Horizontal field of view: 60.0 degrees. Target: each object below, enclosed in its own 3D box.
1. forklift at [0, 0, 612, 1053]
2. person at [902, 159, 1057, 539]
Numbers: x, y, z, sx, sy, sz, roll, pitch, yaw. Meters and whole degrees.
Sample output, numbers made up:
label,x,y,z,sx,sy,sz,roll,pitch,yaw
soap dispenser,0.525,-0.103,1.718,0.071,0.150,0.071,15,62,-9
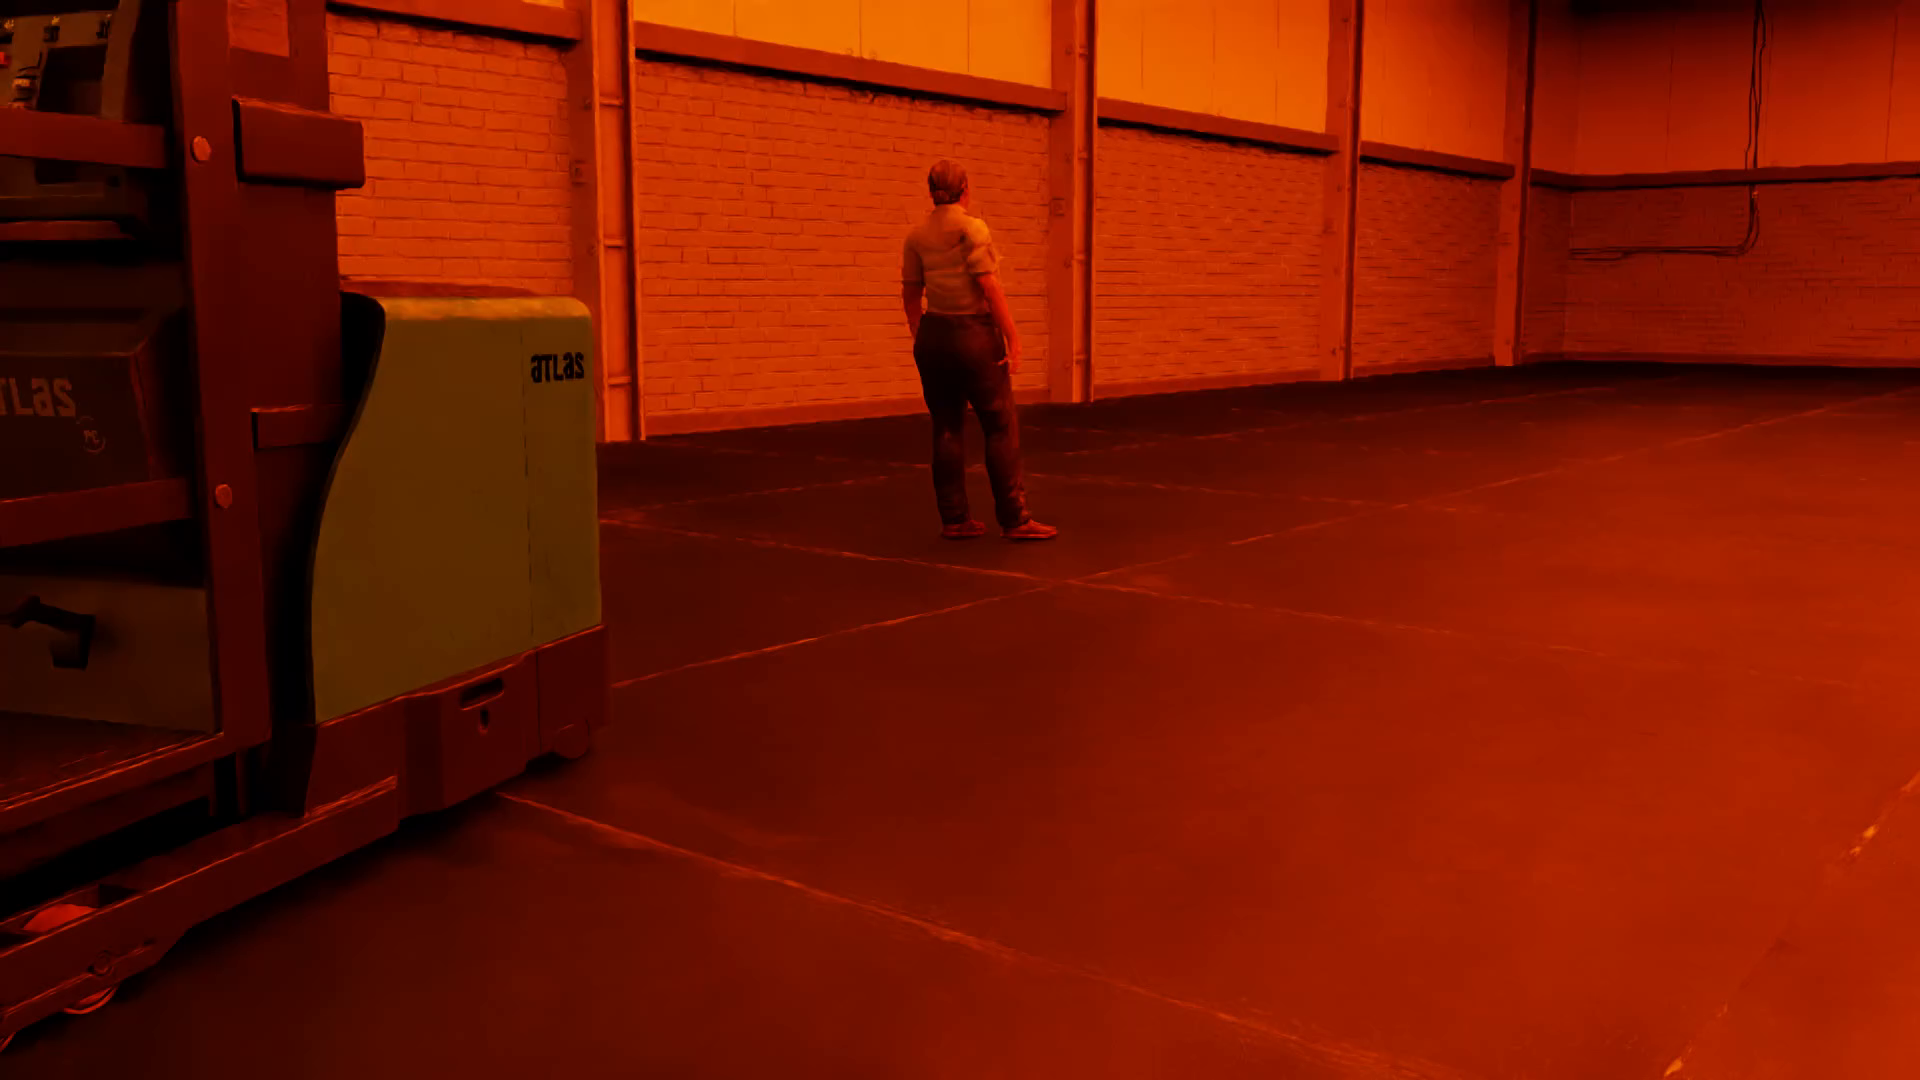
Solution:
label,x,y,z,sx,sy,sz,roll,pitch,yaw
forklift,-1.789,-0.772,2.562,1.130,2.935,3.031,3,9,19
person,0.074,-0.825,7.340,0.599,1.640,0.502,7,11,38
